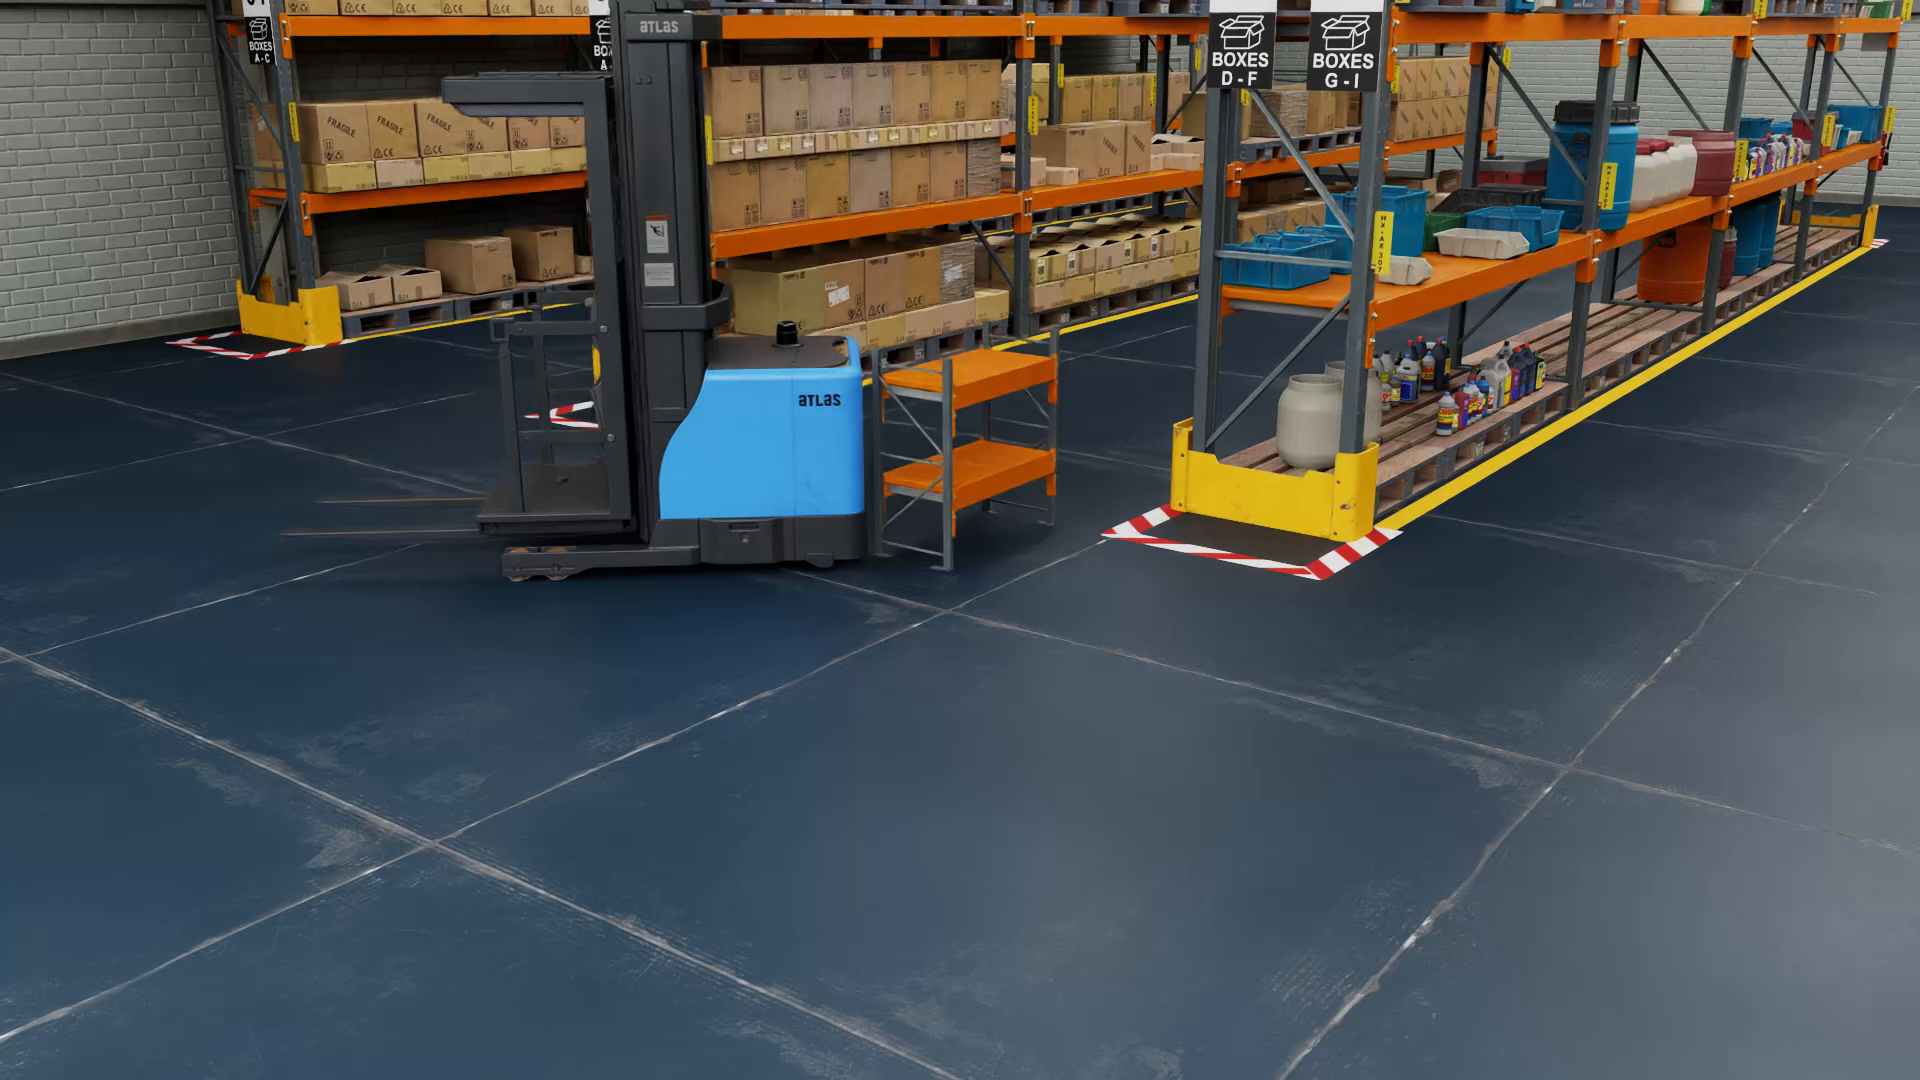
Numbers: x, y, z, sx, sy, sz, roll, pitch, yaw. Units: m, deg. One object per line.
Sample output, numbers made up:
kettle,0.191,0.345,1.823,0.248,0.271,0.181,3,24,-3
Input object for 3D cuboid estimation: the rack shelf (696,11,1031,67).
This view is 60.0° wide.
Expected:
rack shelf,-1.000,-3.972,13.130,1.077,0.370,4.000,12,21,35

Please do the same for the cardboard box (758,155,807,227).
cardboard box,-1.594,-2.689,12.676,0.700,0.500,0.500,13,22,36

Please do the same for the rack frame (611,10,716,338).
rack frame,-2.192,-2.406,11.935,1.000,3.000,0.127,12,21,35

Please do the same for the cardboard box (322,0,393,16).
cardboard box,-5.424,-4.928,14.794,0.500,0.500,0.500,14,22,38

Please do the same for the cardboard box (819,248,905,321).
cardboard box,-0.798,-2.097,13.603,0.500,0.500,0.500,12,21,35

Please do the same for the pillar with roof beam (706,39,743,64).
pillar with roof beam,0.583,-7.134,17.042,9.100,9.000,0.400,12,21,35

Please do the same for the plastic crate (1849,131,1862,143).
plastic crate,10.977,-5.017,20.687,0.396,0.136,0.243,12,21,35

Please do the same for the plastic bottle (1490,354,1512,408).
plastic bottle,3.708,-1.101,11.456,0.144,0.351,0.185,12,21,34

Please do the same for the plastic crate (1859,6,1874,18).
plastic crate,10.286,-6.112,19.253,0.437,0.136,0.530,12,21,35

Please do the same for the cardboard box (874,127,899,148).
cardboard box,-0.712,-3.248,13.383,0.380,0.149,0.250,13,22,36

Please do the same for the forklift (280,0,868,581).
forklift,-2.031,-1.350,8.650,3.031,2.935,1.130,-1,17,-4

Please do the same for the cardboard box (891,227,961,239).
cardboard box,-0.336,-2.549,15.059,0.500,0.500,0.500,12,21,35

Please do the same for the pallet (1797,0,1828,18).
pallet,7.872,-5.256,16.372,1.003,0.211,1.213,12,21,35

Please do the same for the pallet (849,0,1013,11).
pallet,-0.296,-4.542,13.902,1.003,0.211,1.213,12,21,35

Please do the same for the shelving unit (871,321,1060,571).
shelving unit,0.045,-0.542,9.092,0.538,1.125,1.048,12,21,33

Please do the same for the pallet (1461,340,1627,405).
pallet,4.604,-1.345,13.219,1.003,0.211,1.213,12,21,35

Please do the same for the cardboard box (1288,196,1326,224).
cardboard box,4.294,-3.877,20.144,0.500,0.500,0.500,13,21,35

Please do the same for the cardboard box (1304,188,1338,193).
cardboard box,4.474,-4.209,21.212,0.500,0.500,0.500,11,21,32

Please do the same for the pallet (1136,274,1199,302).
pallet,2.053,-2.791,17.875,1.003,0.211,1.213,12,21,35

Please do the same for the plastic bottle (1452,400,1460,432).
plastic bottle,3.176,-0.805,10.756,0.097,0.201,0.097,0,17,0

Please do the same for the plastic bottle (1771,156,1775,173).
plastic bottle,8.175,-3.816,16.808,0.097,0.201,0.097,0,17,0

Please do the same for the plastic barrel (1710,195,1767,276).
plastic barrel,8.174,-3.291,17.615,0.600,0.901,0.708,12,21,35

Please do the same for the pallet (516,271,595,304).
pallet,-4.161,-2.736,17.697,1.003,0.211,1.213,12,21,35

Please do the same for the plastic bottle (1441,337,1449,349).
plastic bottle,3.626,-1.392,12.526,0.097,0.271,0.097,0,17,0

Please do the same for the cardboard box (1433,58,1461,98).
cardboard box,6.386,-6.221,22.363,0.500,0.500,0.500,13,22,36

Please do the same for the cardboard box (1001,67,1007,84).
cardboard box,0.289,-6.298,22.499,0.500,0.250,0.500,13,21,36

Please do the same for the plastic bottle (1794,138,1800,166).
plastic bottle,8.858,-4.118,17.645,0.061,0.283,0.133,12,21,35

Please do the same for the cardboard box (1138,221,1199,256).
cardboard box,2.156,-3.174,17.389,0.500,0.311,0.500,12,21,34

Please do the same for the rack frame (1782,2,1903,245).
rack frame,11.318,-5.341,21.385,1.000,3.000,0.127,12,21,35

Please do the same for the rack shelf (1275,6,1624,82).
rack shelf,2.976,-3.095,10.309,1.077,0.370,4.000,12,21,35

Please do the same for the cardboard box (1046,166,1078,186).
cardboard box,0.884,-3.414,15.603,0.380,0.149,0.250,12,21,35

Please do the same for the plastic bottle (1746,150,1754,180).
plastic bottle,7.598,-3.615,16.023,0.061,0.283,0.133,12,21,35

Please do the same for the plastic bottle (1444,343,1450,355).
plastic bottle,3.541,-1.297,12.200,0.061,0.283,0.133,12,21,35

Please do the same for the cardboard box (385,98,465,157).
cardboard box,-5.031,-3.875,15.620,0.500,0.500,0.500,12,21,33

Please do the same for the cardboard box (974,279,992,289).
cardboard box,0.206,-2.396,15.831,0.500,0.250,0.500,12,21,34

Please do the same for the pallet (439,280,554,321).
pallet,-4.887,-2.444,16.757,1.003,0.211,1.213,12,21,35

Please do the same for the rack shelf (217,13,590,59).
rack shelf,-4.981,-4.846,15.946,1.077,0.370,4.000,12,21,35

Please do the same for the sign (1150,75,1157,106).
sign,2.134,-4.920,18.212,0.100,0.325,0.005,12,21,35

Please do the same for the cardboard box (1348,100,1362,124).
cardboard box,5.050,-5.477,21.653,0.500,0.500,0.500,13,21,36

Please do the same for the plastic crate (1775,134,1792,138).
plastic crate,9.730,-4.759,19.854,0.293,0.136,0.466,12,21,35

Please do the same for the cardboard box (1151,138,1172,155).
cardboard box,1.887,-4.090,17.508,0.500,0.311,0.500,12,21,34

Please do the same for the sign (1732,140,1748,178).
sign,6.997,-3.418,14.917,0.100,0.325,0.005,12,21,35

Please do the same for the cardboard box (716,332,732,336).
cardboard box,-2.109,-1.474,12.860,0.500,0.250,0.500,12,21,35

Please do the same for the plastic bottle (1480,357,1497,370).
plastic bottle,3.767,-1.162,11.780,0.152,0.276,0.135,12,21,35

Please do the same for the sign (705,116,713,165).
sign,-1.750,-2.758,11.474,0.100,0.325,0.005,12,21,35

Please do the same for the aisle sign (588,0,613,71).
aisle sign,-2.467,-3.684,11.666,0.394,0.787,0.004,12,21,35

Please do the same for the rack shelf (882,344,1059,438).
rack shelf,0.045,-0.821,9.005,0.538,0.278,1.000,12,21,33

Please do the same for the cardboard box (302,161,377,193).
cardboard box,-5.627,-3.279,14.963,0.500,0.250,0.500,12,21,33

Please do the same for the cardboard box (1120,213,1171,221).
cardboard box,2.027,-3.394,18.098,0.500,0.311,0.500,13,22,37

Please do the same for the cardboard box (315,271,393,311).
cardboard box,-5.688,-2.356,15.564,0.500,0.311,0.500,10,20,29

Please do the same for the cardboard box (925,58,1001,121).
cardboard box,-0.068,-3.920,14.451,0.700,0.500,0.500,13,21,35

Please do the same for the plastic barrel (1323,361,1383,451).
plastic barrel,2.414,-0.832,10.353,0.421,0.512,0.421,0,17,0

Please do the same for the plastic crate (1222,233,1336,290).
plastic crate,1.842,-1.631,9.689,0.499,0.251,0.616,12,21,35
